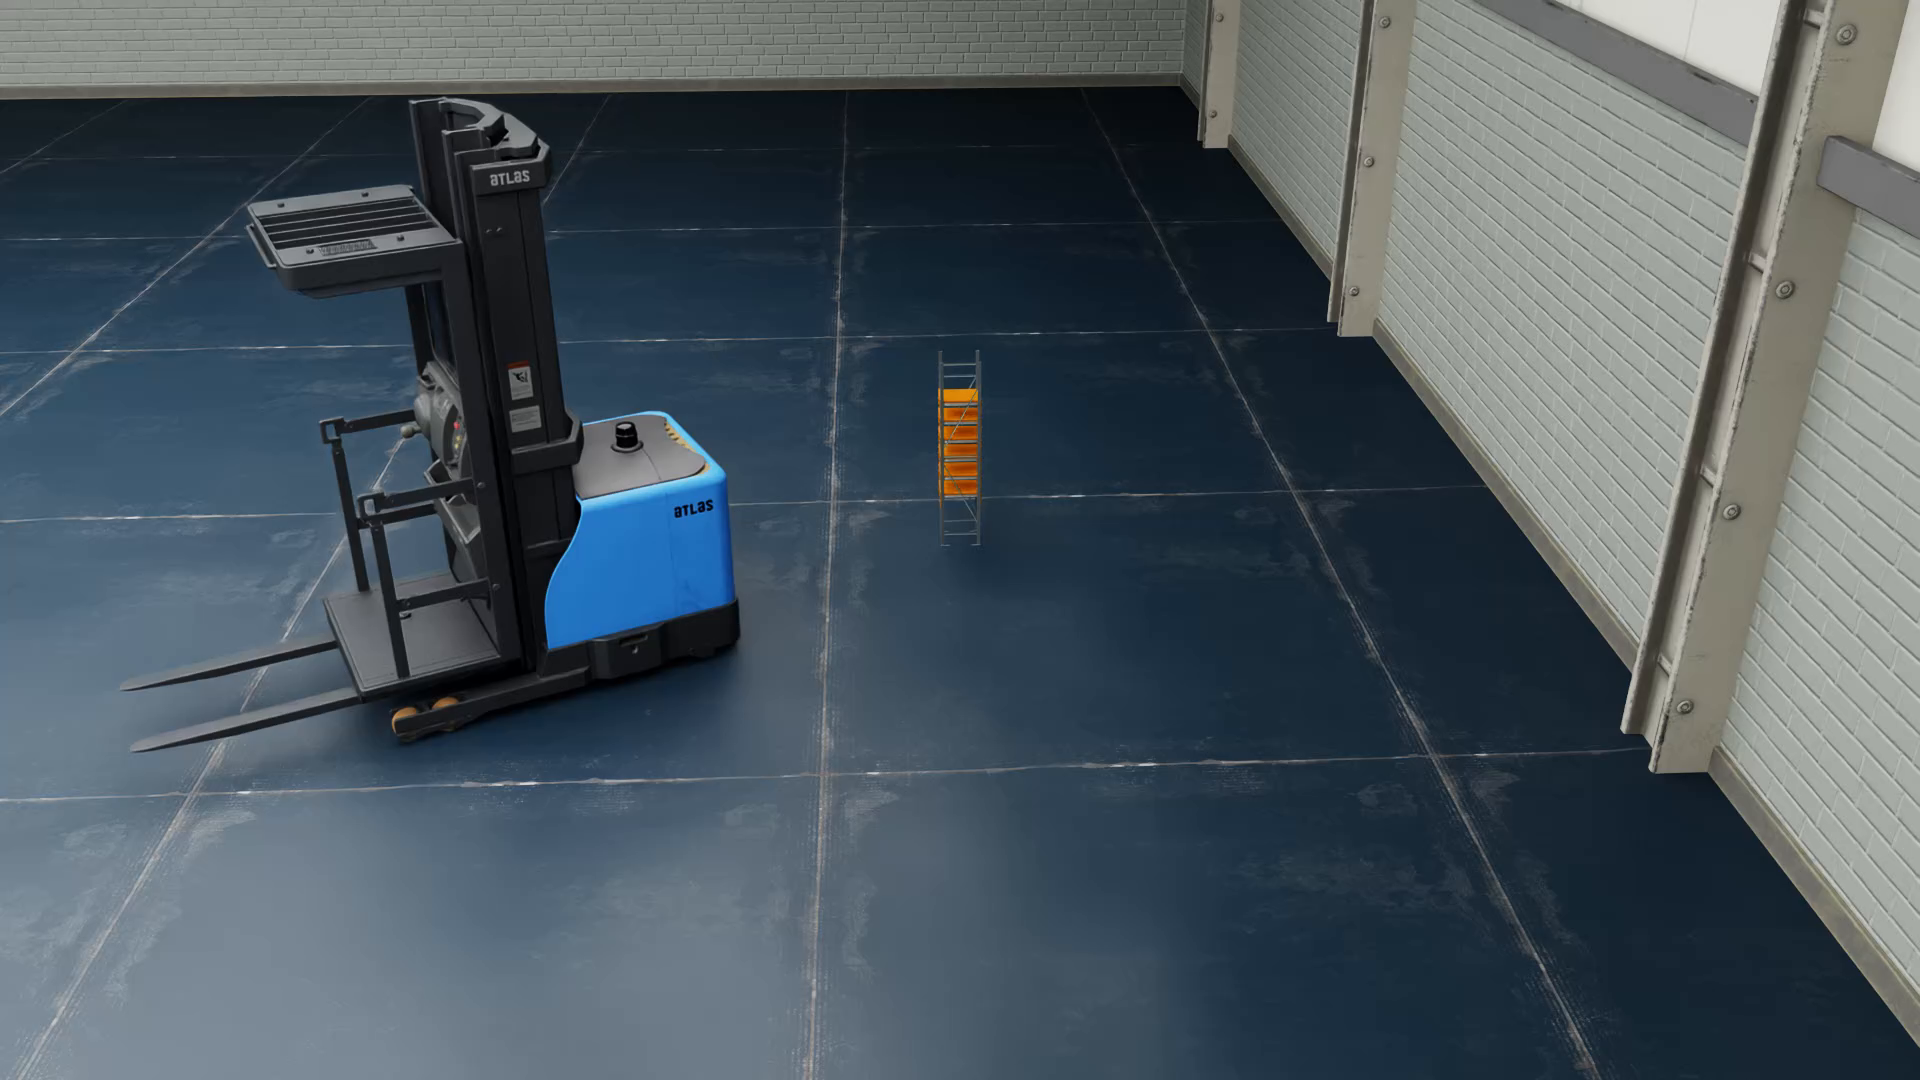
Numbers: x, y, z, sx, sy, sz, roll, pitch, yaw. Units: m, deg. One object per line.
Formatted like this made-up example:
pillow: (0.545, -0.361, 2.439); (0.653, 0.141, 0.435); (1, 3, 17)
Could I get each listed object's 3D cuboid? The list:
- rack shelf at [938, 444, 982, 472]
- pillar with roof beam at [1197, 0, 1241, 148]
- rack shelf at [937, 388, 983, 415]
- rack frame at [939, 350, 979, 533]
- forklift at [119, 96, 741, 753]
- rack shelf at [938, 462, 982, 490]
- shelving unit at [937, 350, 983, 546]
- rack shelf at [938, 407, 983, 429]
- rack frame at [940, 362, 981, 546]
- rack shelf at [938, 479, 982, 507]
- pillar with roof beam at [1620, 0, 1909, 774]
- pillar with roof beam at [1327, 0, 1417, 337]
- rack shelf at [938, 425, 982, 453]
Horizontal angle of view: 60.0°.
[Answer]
rack shelf: (-0.001, -0.499, 10.006); (0.258, 0.103, 0.180); (-1, 28, -3)
pillar with roof beam: (-1.418, -8.389, 16.604); (9.100, 9.000, 0.400); (-1, 28, -3)
rack shelf: (-0.001, -0.818, 9.839); (0.258, 0.103, 0.180); (-1, 28, -3)
rack frame: (-0.006, -0.581, 10.066); (0.240, 1.200, 0.006); (-1, 28, -3)
forklift: (-2.744, -0.571, 8.176); (3.031, 2.935, 1.130); (-14, 31, -25)
rack shelf: (-0.001, -0.393, 10.061); (0.258, 0.103, 0.180); (-1, 28, -3)
shelving unit: (-0.001, -0.539, 9.985); (0.258, 1.200, 0.189); (-1, 28, -3)
rack shelf: (-0.001, -0.712, 9.895); (0.258, 0.103, 0.180); (-1, 28, -3)
rack frame: (0.004, -0.496, 9.904); (0.240, 1.200, 0.006); (-1, 28, -3)
rack shelf: (-0.001, -0.286, 10.117); (0.258, 0.103, 0.180); (-1, 28, -3)
pillar with roof beam: (-0.791, -2.848, 5.979); (9.100, 9.000, 0.400); (-1, 28, -3)
pillar with roof beam: (-1.104, -5.619, 11.292); (9.100, 9.000, 0.400); (-1, 28, -3)
rack shelf: (-0.001, -0.606, 9.950); (0.258, 0.103, 0.180); (-1, 28, -3)
